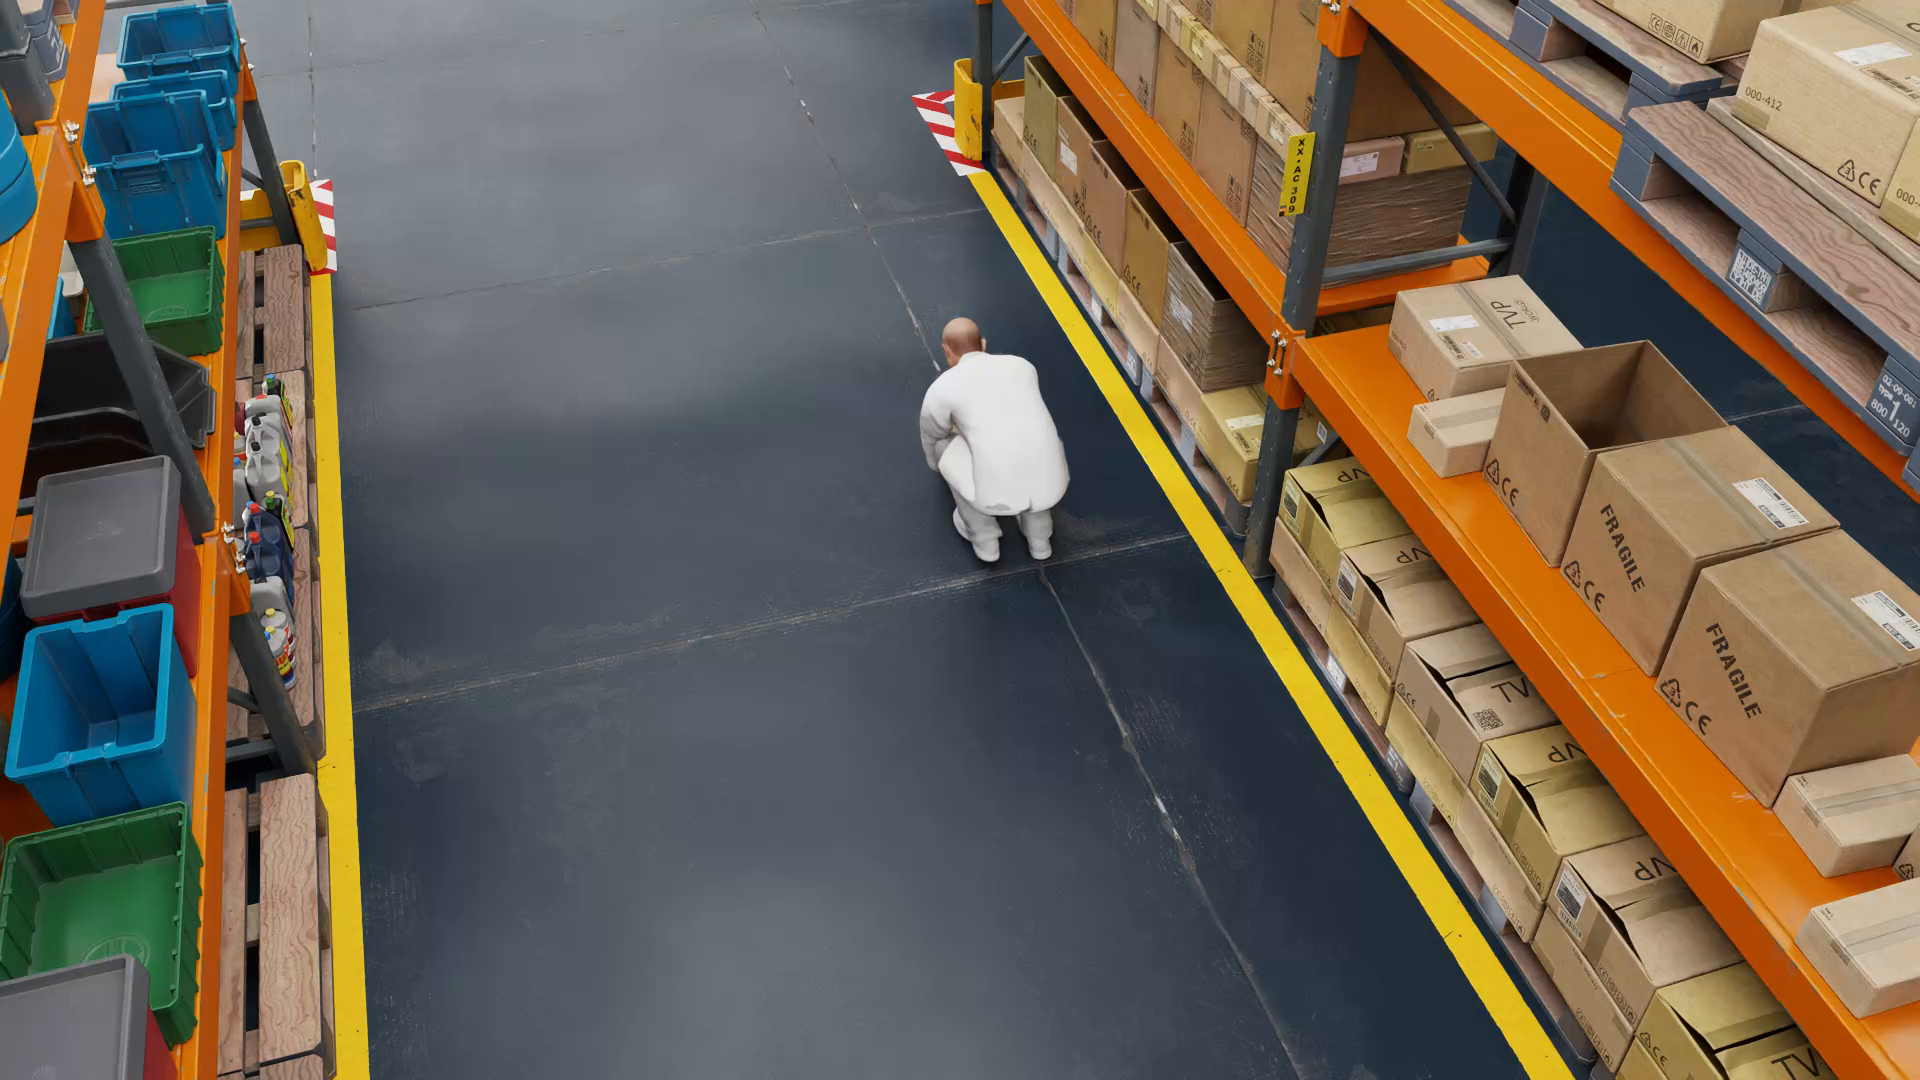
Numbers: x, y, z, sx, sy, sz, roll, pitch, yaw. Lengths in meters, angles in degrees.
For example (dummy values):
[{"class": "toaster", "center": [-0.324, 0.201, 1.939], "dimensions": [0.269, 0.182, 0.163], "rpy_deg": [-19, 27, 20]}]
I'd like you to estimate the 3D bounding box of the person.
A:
[{"class": "person", "center": [0.148, -0.414, 7.315], "dimensions": [0.606, 0.878, 0.907], "rpy_deg": [-11, 43, -12]}]
